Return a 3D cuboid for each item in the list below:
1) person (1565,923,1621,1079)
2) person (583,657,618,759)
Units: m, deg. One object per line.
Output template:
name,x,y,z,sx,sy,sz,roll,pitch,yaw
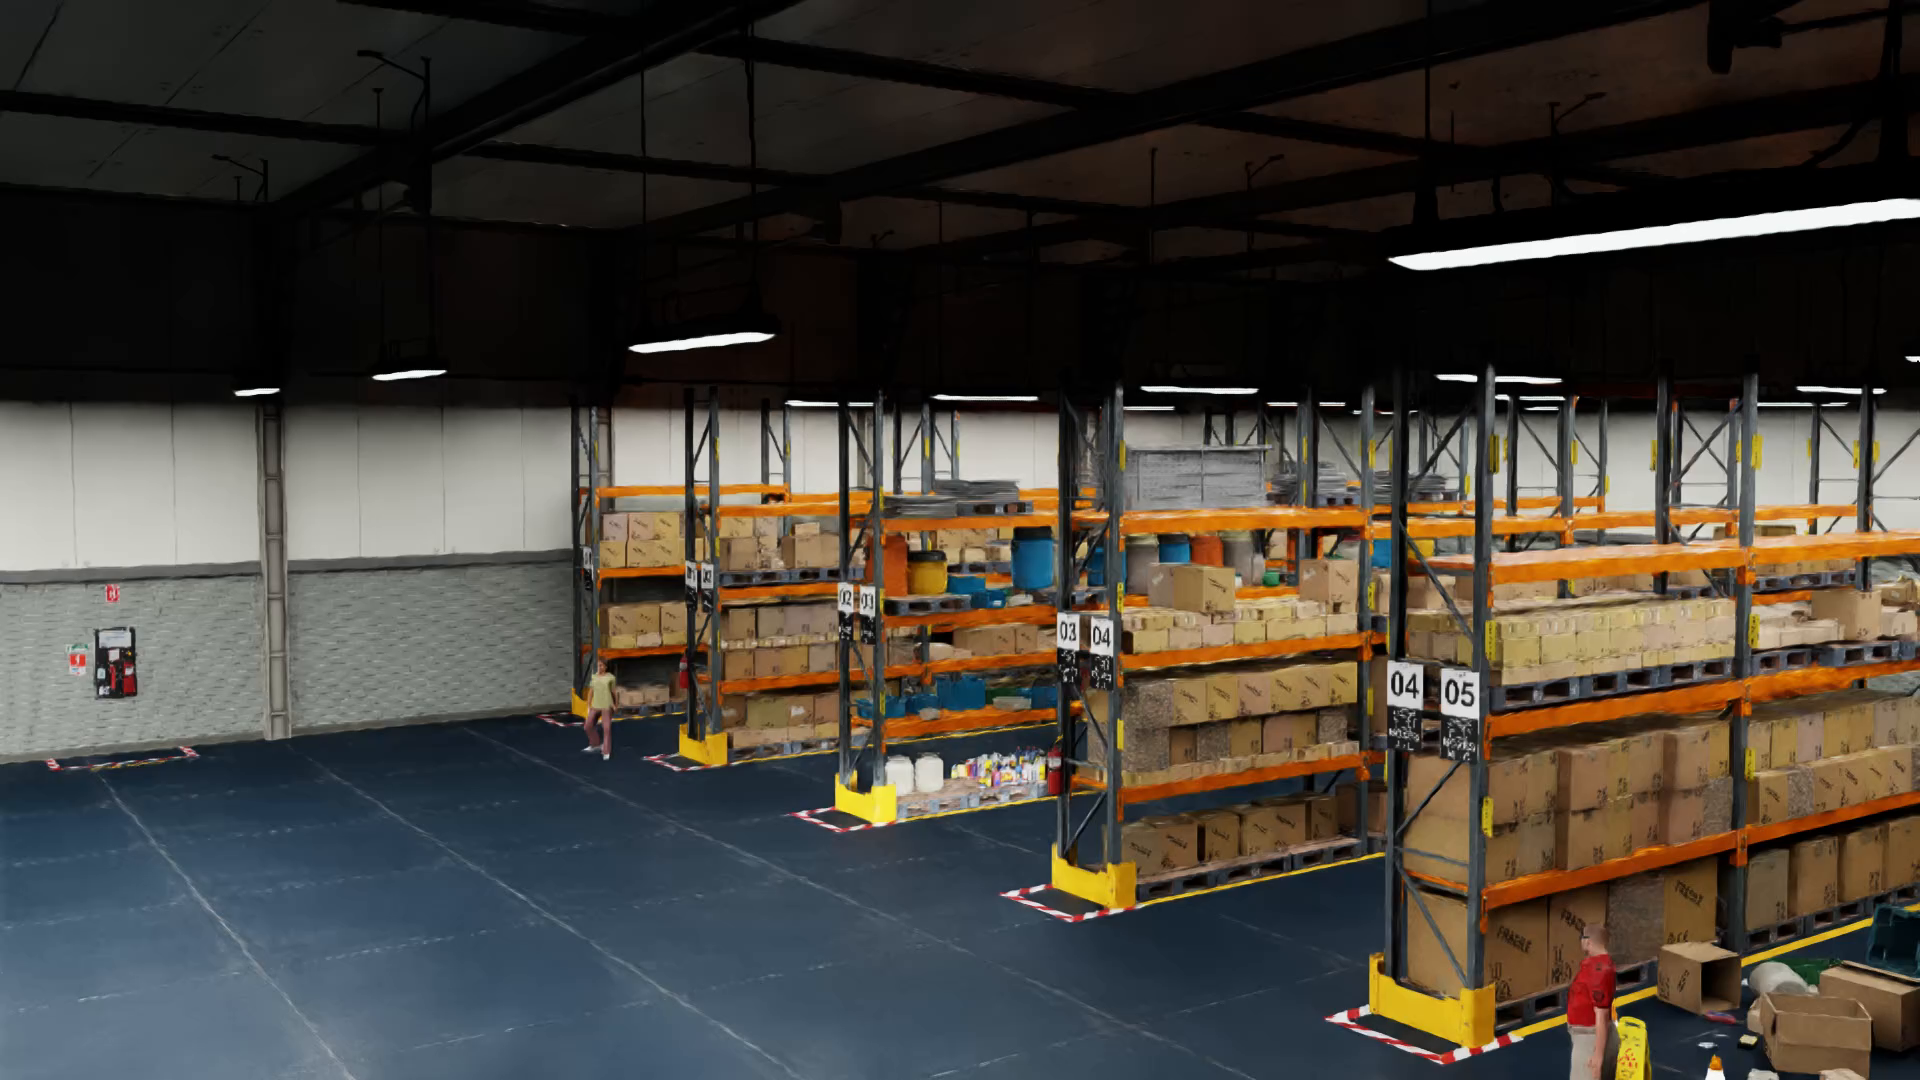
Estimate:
person,4.515,3.583,11.774,0.437,1.720,0.652,2,4,25
person,-5.880,2.718,27.037,0.649,1.644,0.484,1,4,14
